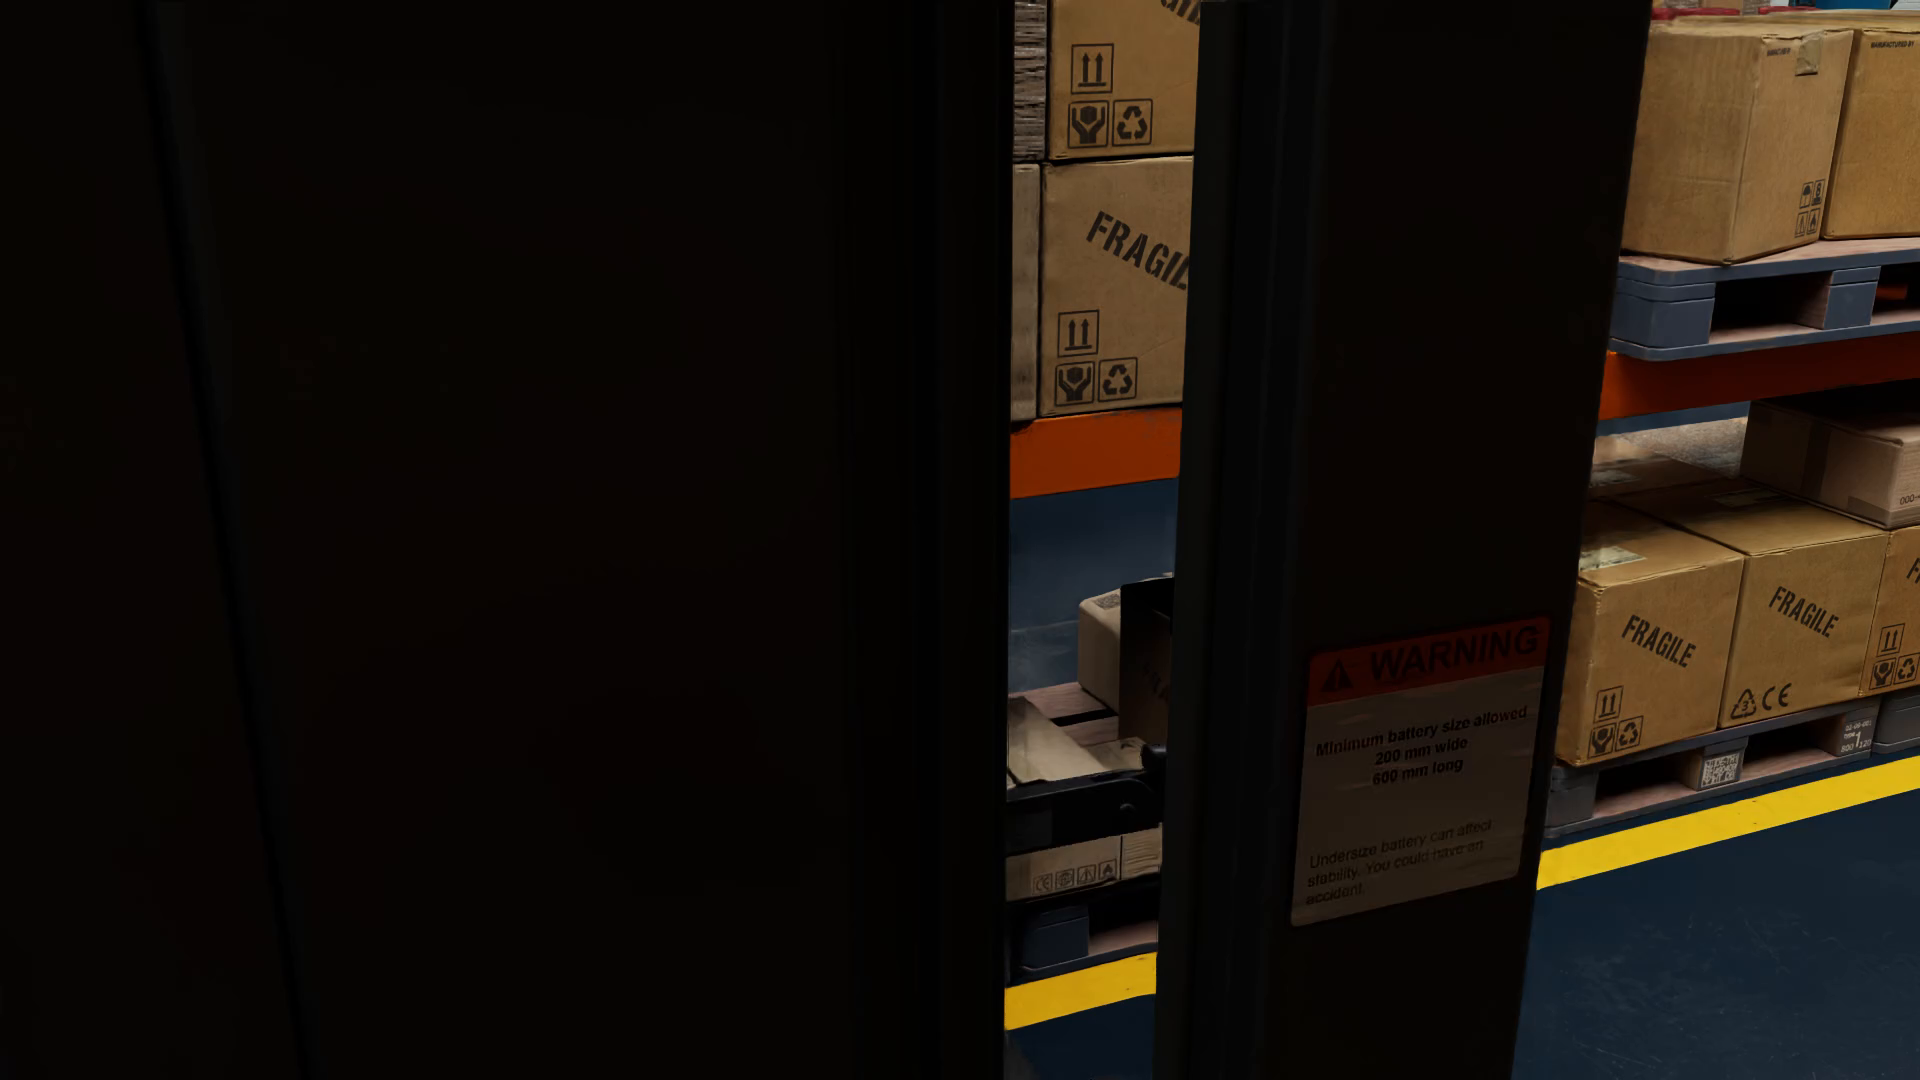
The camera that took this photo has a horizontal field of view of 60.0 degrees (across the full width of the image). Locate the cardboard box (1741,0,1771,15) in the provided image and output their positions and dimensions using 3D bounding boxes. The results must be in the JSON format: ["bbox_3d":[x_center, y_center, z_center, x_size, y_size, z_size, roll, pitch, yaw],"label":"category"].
[{"bbox_3d":[7.717,-5.471,16.944,0.500,0.500,0.875,-8,21,-22],"label":"cardboard box"}]

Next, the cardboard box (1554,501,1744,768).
[{"bbox_3d":[1.676,0.235,4.439,0.500,0.500,0.500,-9,21,-24],"label":"cardboard box"}]

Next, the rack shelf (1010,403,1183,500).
[{"bbox_3d":[-0.701,-0.145,3.500,4.000,0.370,1.077,-8,21,-22],"label":"rack shelf"}]

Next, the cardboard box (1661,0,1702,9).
[{"bbox_3d":[6.829,-5.316,16.504,0.500,0.500,0.875,-8,21,-22],"label":"cardboard box"}]

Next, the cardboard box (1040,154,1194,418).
[{"bbox_3d":[0.305,-0.582,3.508,0.500,0.500,0.500,-8,21,-20],"label":"cardboard box"}]

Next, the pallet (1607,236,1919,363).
[{"bbox_3d":[1.912,-0.728,4.364,1.213,0.211,1.003,-8,21,-22],"label":"pallet"}]

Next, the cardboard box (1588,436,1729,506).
[{"bbox_3d":[1.932,0.010,5.080,0.500,0.500,0.500,-8,21,-22],"label":"cardboard box"}]

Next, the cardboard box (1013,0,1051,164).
[{"bbox_3d":[-0.159,-0.986,3.150,0.500,0.500,0.500,-8,21,-21],"label":"cardboard box"}]

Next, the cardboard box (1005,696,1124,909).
[{"bbox_3d":[0.036,0.574,3.762,0.500,0.311,0.500,-8,21,-22],"label":"cardboard box"}]

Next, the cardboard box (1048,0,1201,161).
[{"bbox_3d":[0.304,-1.052,3.338,0.500,0.500,0.500,-9,21,-23],"label":"cardboard box"}]

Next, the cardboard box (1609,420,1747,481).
[{"bbox_3d":[2.392,-0.056,5.267,0.500,0.500,0.500,-8,21,-21],"label":"cardboard box"}]

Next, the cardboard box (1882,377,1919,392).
[{"bbox_3d":[3.054,-0.316,4.876,0.500,0.250,0.500,-9,21,-23],"label":"cardboard box"}]

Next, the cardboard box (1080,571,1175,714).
[{"bbox_3d":[0.664,0.303,4.532,0.500,0.311,0.500,-8,21,-22],"label":"cardboard box"}]

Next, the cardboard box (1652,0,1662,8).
[{"bbox_3d":[6.366,-5.254,16.328,0.500,0.500,0.875,-8,21,-22],"label":"cardboard box"}]

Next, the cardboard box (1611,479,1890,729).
[{"bbox_3d":[2.161,0.161,4.648,0.500,0.500,0.500,-8,21,-21],"label":"cardboard box"}]

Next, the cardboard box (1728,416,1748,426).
[{"bbox_3d":[2.859,-0.124,5.459,0.500,0.500,0.500,-9,21,-24],"label":"cardboard box"}]

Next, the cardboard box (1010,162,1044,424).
[{"bbox_3d":[-0.166,-0.514,3.314,0.500,0.500,0.500,-8,21,-21],"label":"cardboard box"}]

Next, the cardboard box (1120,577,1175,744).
[{"bbox_3d":[0.724,0.386,4.011,0.500,0.500,0.500,-8,21,-22],"label":"cardboard box"}]

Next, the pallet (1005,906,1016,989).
[{"bbox_3d":[-0.618,0.820,3.876,1.213,0.211,1.003,-8,21,-22],"label":"pallet"}]

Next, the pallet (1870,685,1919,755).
[{"bbox_3d":[2.989,0.288,5.387,1.213,0.211,1.003,-8,21,-22],"label":"pallet"}]

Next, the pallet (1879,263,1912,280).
[{"bbox_3d":[3.024,-0.926,4.923,1.213,0.211,1.003,-8,21,-22],"label":"pallet"}]

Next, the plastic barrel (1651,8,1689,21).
[{"bbox_3d":[4.486,-3.162,10.782,0.433,0.535,0.433,0,19,0],"label":"plastic barrel"}]

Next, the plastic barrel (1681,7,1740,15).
[{"bbox_3d":[4.883,-3.219,10.944,0.433,0.535,0.433,0,19,0],"label":"plastic barrel"}]

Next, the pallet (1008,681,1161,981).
[{"bbox_3d":[0.504,0.658,4.335,1.213,0.211,1.003,-8,21,-22],"label":"pallet"}]

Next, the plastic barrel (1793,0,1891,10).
[{"bbox_3d":[6.047,-3.589,11.443,0.708,0.901,0.600,-8,21,-22],"label":"plastic barrel"}]

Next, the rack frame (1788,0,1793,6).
[{"bbox_3d":[8.233,-5.347,17.192,0.127,3.000,1.000,-8,21,-22],"label":"rack frame"}]

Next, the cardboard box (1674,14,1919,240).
[{"bbox_3d":[2.265,-1.096,4.336,0.500,0.500,0.700,-5,20,-13],"label":"cardboard box"}]

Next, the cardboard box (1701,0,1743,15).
[{"bbox_3d":[7.306,-5.368,16.654,0.500,0.500,0.875,-8,21,-22],"label":"cardboard box"}]

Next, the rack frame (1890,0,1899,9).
[{"bbox_3d":[6.522,-3.311,11.408,0.127,3.000,1.000,-8,21,-22],"label":"rack frame"}]

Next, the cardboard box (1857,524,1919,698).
[{"bbox_3d":[2.623,0.098,4.829,0.500,0.500,0.500,-8,21,-21],"label":"cardboard box"}]

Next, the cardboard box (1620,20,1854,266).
[{"bbox_3d":[1.659,-0.987,4.025,0.500,0.500,0.700,-17,26,-40],"label":"cardboard box"}]

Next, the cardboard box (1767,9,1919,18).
[{"bbox_3d":[2.733,-1.244,4.755,0.500,0.500,0.700,-15,24,-36],"label":"cardboard box"}]

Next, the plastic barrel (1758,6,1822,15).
[{"bbox_3d":[5.557,-3.316,11.218,0.433,0.535,0.433,0,19,0],"label":"plastic barrel"}]

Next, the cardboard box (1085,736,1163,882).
[{"bbox_3d":[0.404,0.619,3.877,0.250,0.149,0.380,-8,21,-22],"label":"cardboard box"}]

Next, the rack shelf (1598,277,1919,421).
[{"bbox_3d":[2.971,-0.671,4.994,4.000,0.370,1.077,-8,21,-22],"label":"rack shelf"}]

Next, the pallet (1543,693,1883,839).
[{"bbox_3d":[1.867,0.450,4.927,1.213,0.211,1.003,-8,21,-22],"label":"pallet"}]

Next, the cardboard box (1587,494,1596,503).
[{"bbox_3d":[1.475,0.072,4.902,0.500,0.500,0.500,-8,21,-22],"label":"cardboard box"}]

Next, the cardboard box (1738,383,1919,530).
[{"bbox_3d":[2.594,-0.250,4.688,0.500,0.250,0.500,-8,21,-22],"label":"cardboard box"}]
